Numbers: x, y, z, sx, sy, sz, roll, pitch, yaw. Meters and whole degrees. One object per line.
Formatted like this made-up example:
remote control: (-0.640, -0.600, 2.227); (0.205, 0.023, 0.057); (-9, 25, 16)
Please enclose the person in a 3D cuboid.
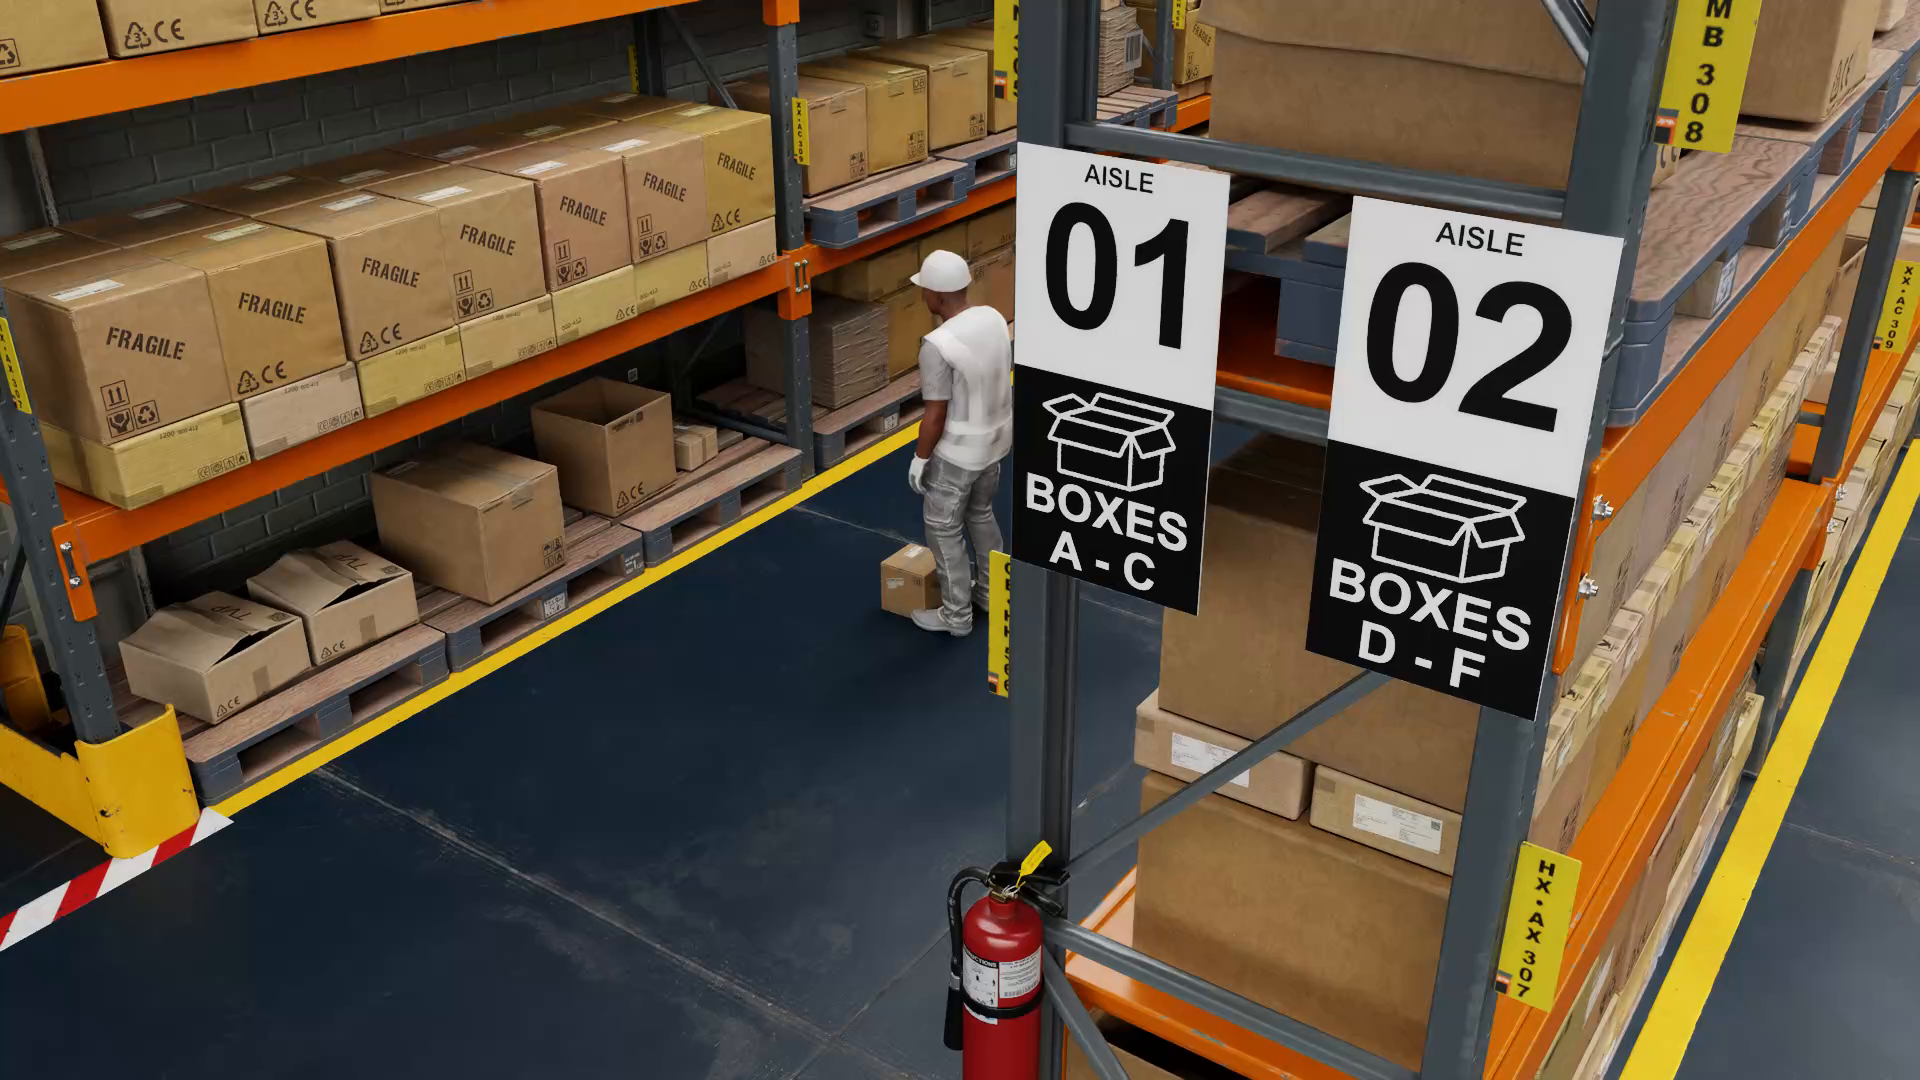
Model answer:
person: (-0.001, -0.426, 7.450); (0.446, 1.775, 0.619); (17, 32, 31)
